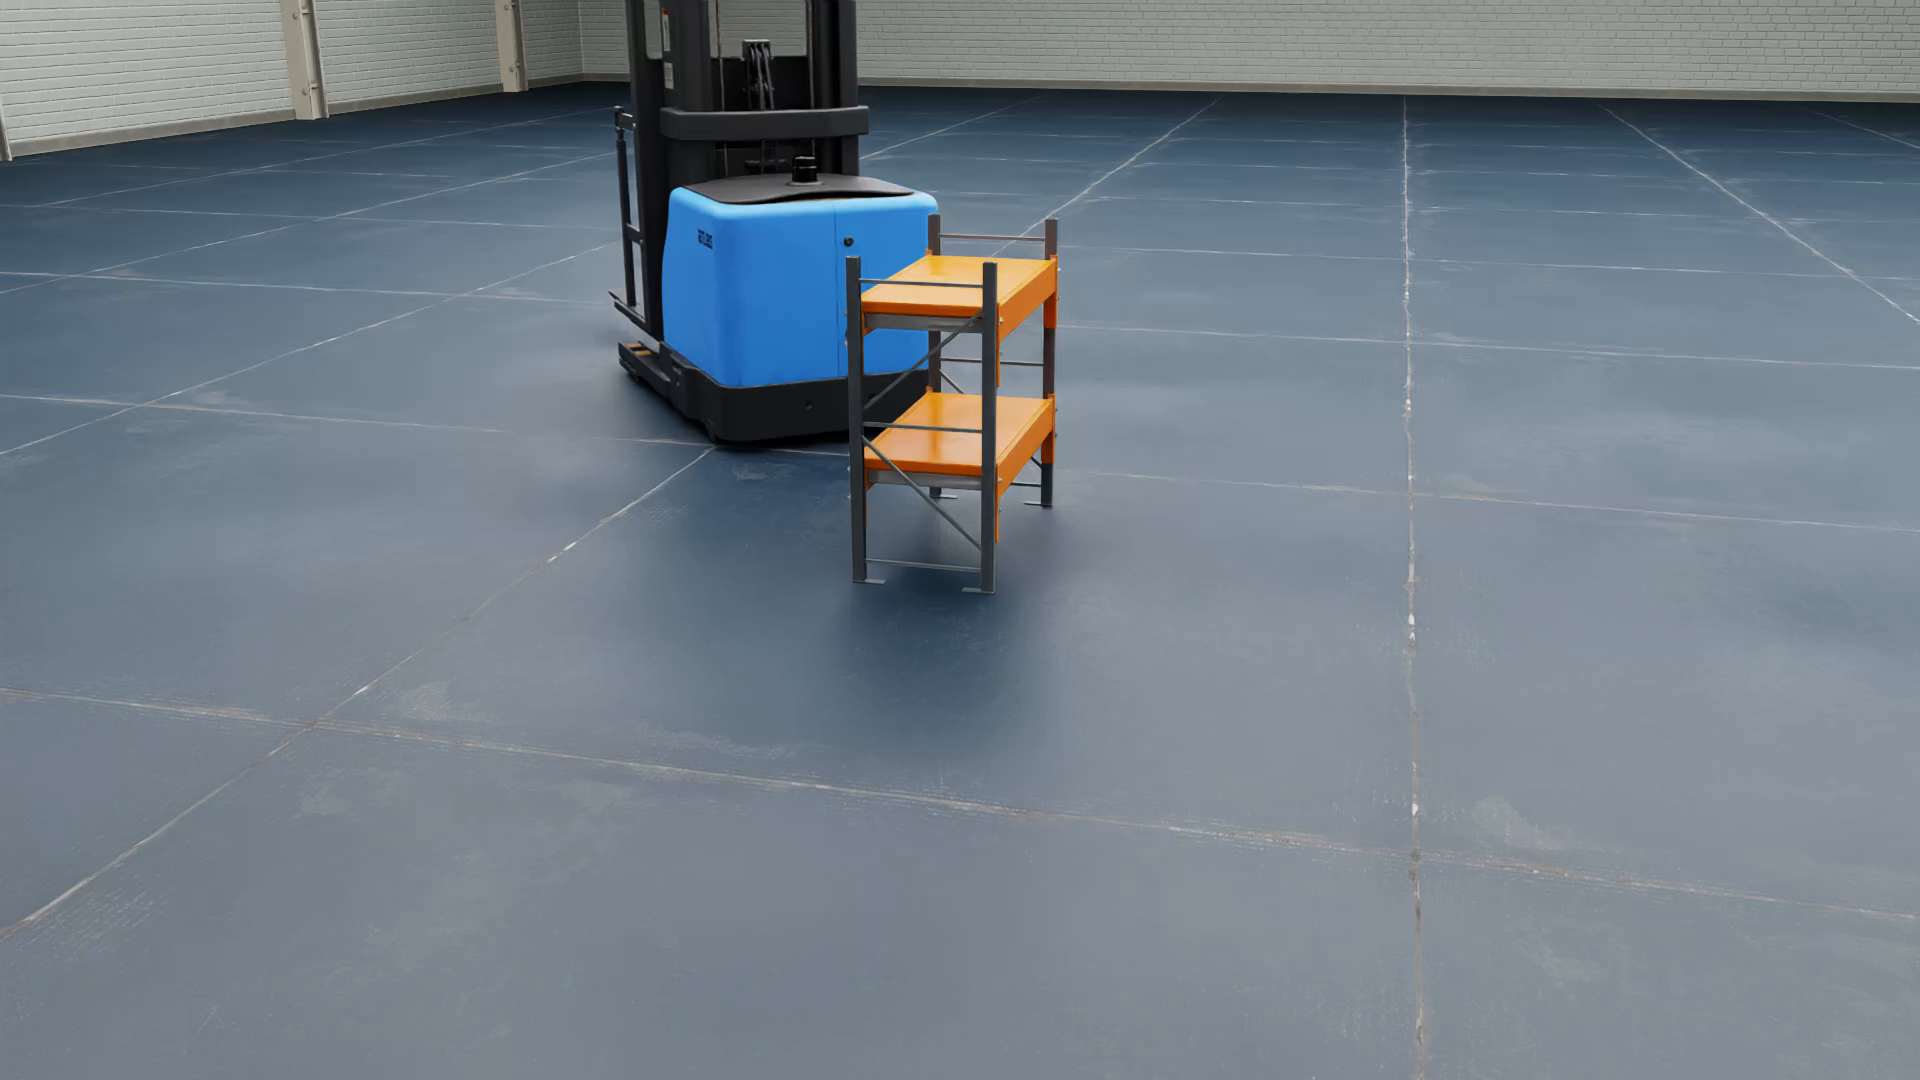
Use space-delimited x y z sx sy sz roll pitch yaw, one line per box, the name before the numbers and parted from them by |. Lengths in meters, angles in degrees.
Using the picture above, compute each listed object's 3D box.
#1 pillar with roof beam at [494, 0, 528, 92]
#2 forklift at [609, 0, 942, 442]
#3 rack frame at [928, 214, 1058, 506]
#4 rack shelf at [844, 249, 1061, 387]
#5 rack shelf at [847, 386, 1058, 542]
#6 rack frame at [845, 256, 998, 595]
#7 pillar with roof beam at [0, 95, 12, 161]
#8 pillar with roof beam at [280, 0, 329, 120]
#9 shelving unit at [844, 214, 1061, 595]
pillar with roof beam | -3.725 -11.893 27.084 9.100 9.000 0.400 5 19 13
forklift | -1.145 -2.250 8.241 1.130 2.935 3.031 -8 21 -23
rack frame | 0.123 -0.690 6.466 0.500 1.125 0.032 5 19 13
rack shelf | -0.002 -0.807 5.905 0.538 0.278 1.000 5 19 13
rack shelf | -0.002 -0.299 6.079 0.538 0.278 1.000 5 19 13
rack frame | -0.126 -0.371 5.533 0.500 1.125 0.032 5 19 13
pillar with roof beam | -6.657 -8.131 16.072 9.100 9.000 0.400 5 19 13
pillar with roof beam | -5.191 -10.012 21.578 9.100 9.000 0.400 5 19 13
shelving unit | -0.002 -0.530 6.000 0.538 1.125 1.048 5 19 13
